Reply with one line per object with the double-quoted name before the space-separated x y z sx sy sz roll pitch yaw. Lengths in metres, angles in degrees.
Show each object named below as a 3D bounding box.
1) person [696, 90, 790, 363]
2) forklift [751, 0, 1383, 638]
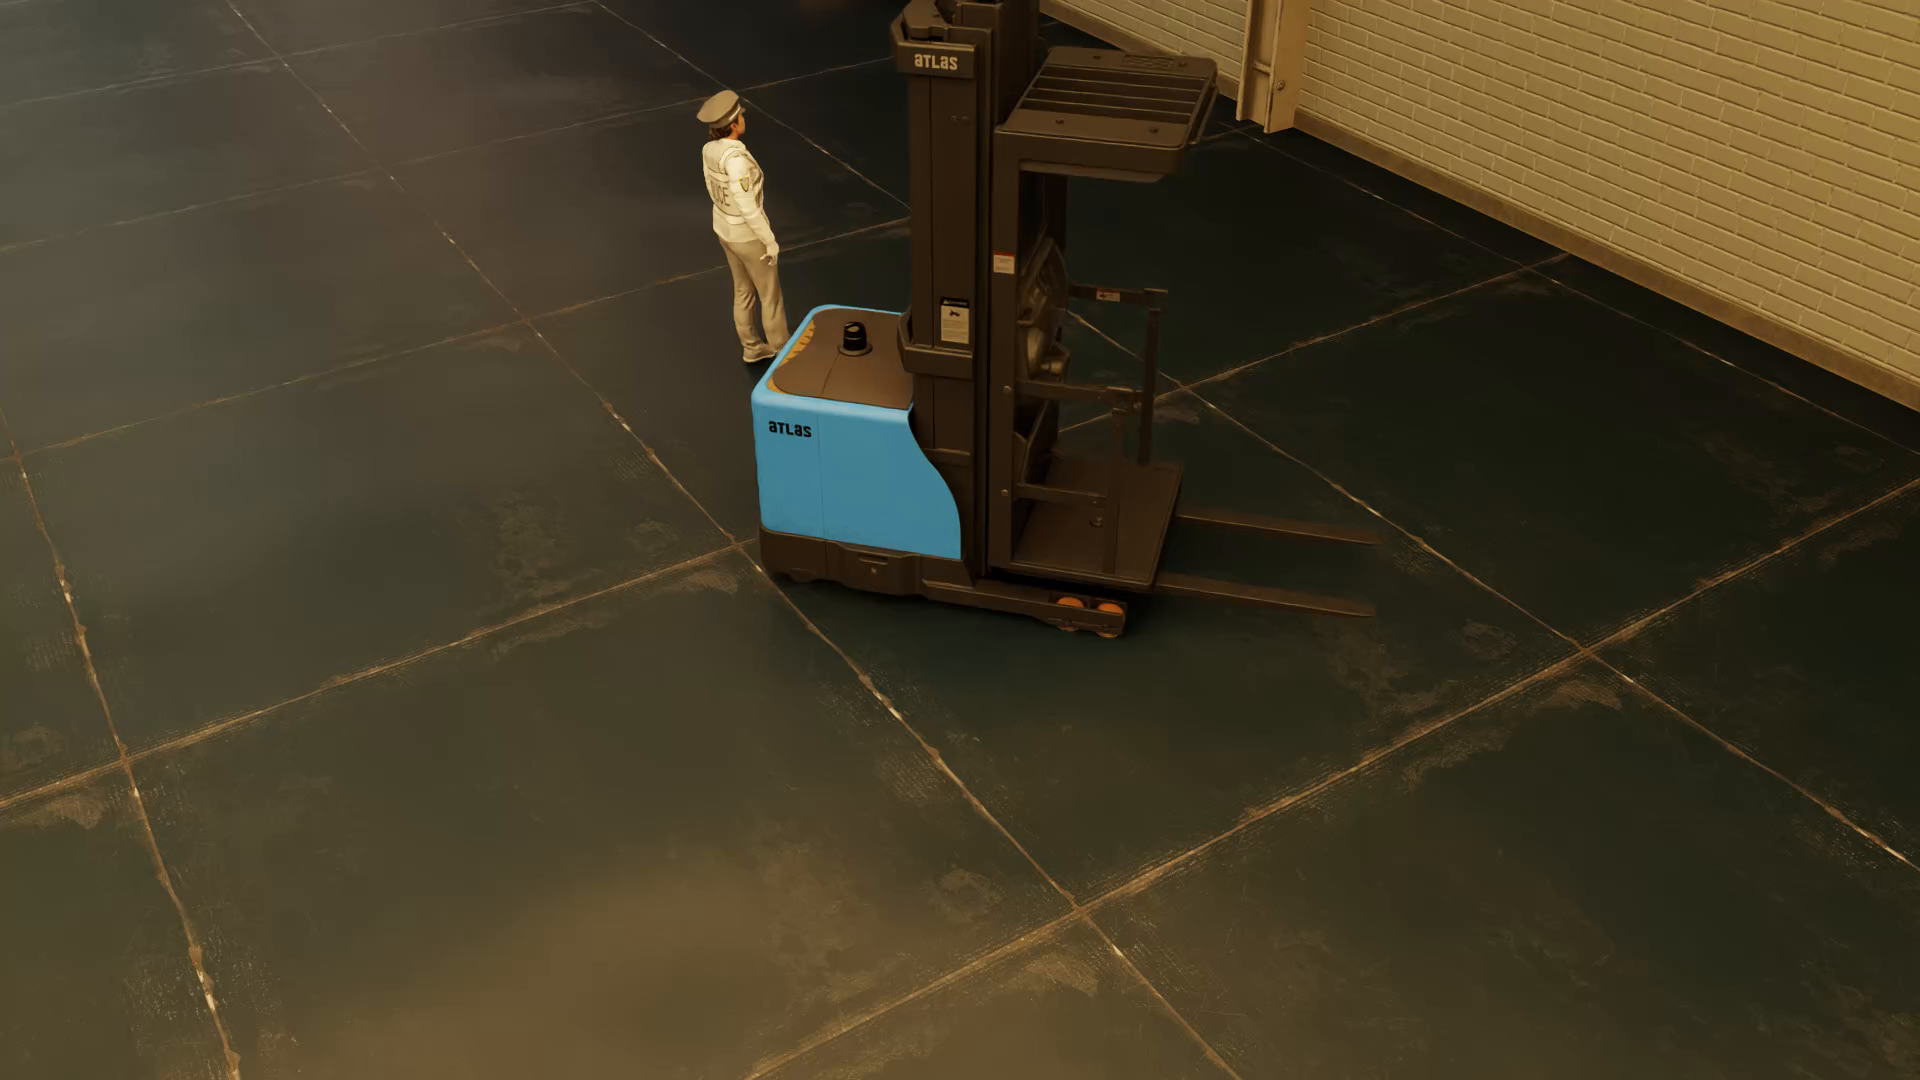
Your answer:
"person" -1.210 -1.825 9.810 0.530 1.696 0.583 -21 40 -27
"forklift" 0.571 -1.067 7.666 3.031 2.935 1.130 9 36 12
